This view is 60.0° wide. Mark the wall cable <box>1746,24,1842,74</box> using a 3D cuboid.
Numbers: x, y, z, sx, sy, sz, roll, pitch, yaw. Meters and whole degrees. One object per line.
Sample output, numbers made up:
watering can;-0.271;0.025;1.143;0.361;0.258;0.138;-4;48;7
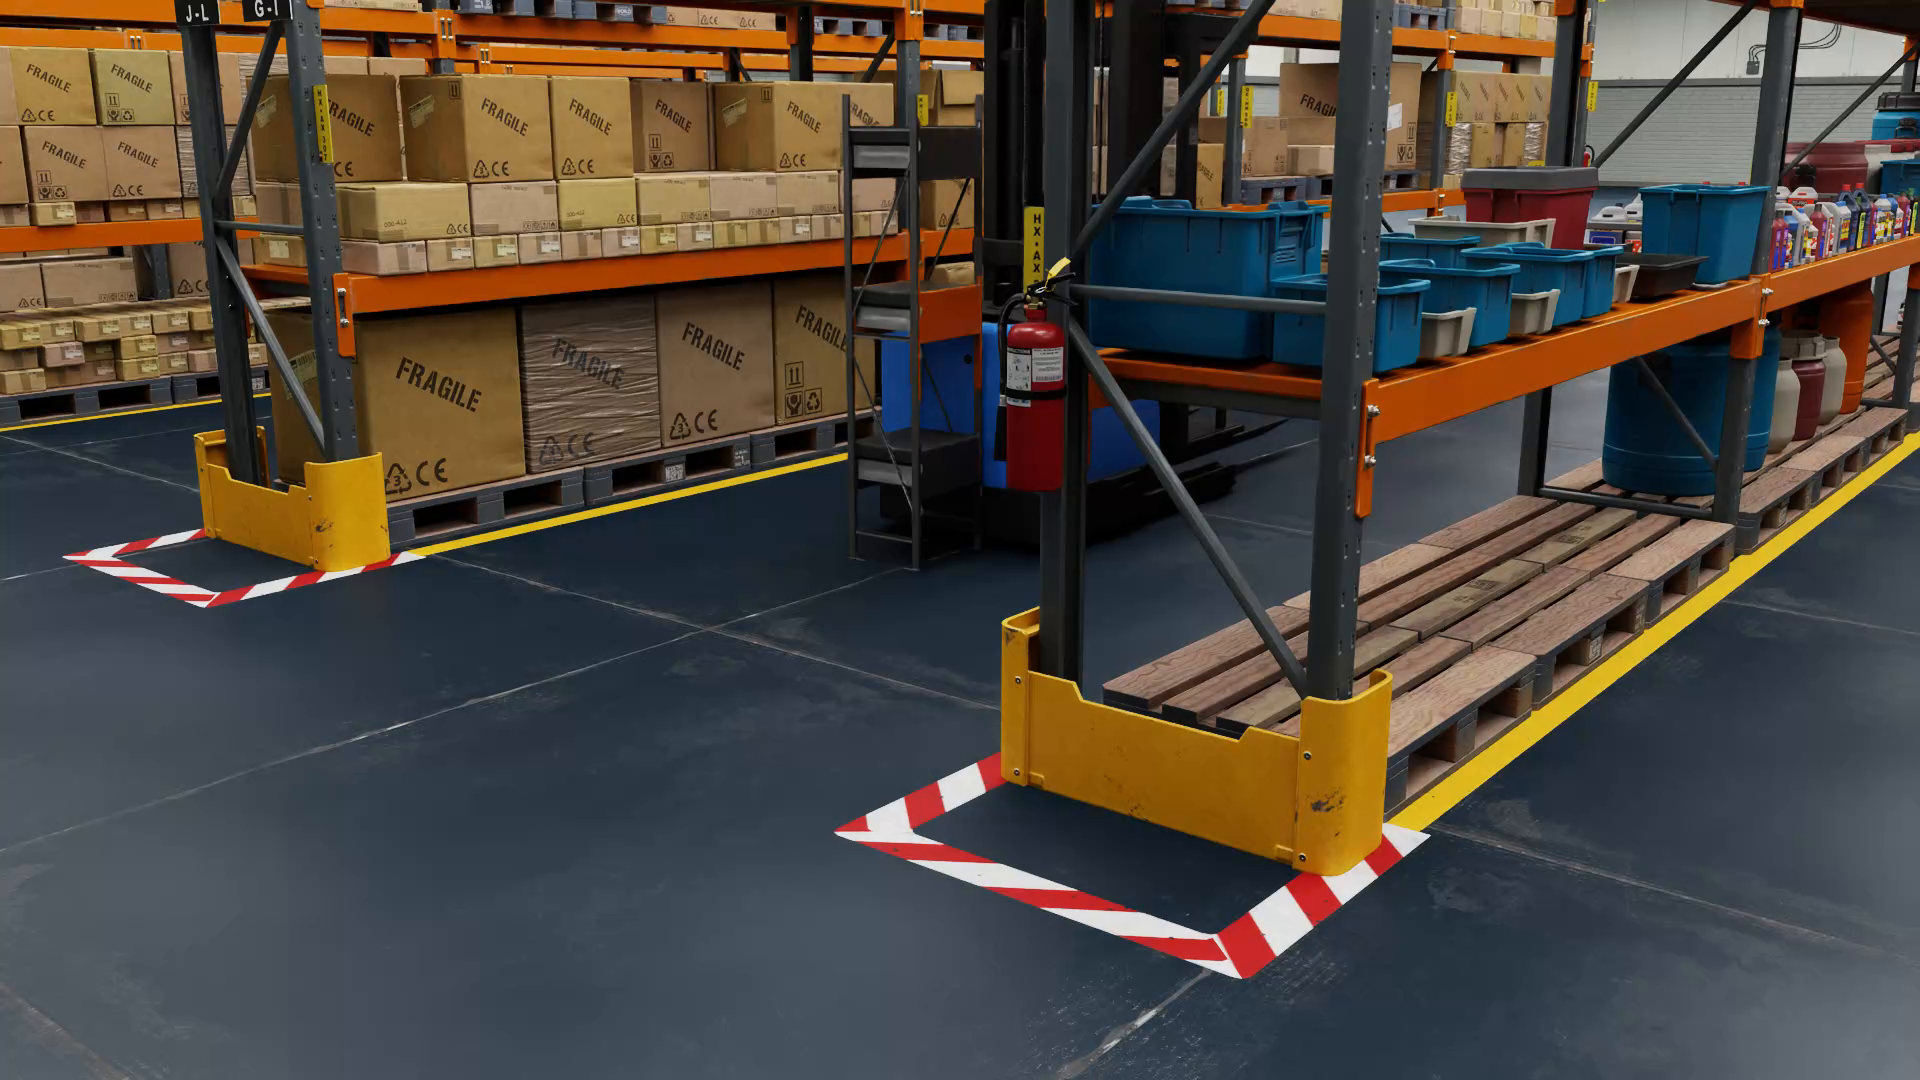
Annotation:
wall cable;23.273;-15.988;45.876;2.305;6.003;0.169;11;18;38

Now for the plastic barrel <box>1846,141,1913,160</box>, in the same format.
plastic barrel;6.706;-2.653;12.199;0.433;0.535;0.433;0;14;0

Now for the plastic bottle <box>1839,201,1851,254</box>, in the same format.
plastic bottle;4.654;-1.654;8.801;0.097;0.271;0.097;0;14;0

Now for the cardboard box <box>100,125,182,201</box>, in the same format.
cardboard box;-5.846;-2.649;11.653;0.500;0.500;0.500;12;18;38

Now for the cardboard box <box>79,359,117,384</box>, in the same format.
cardboard box;-6.148;-1.199;11.689;0.380;0.149;0.250;12;18;38

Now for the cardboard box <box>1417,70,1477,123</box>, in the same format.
cardboard box;4.840;-4.451;16.712;0.500;0.500;0.500;11;18;38

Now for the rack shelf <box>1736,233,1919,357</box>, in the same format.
rack shelf;4.440;-1.462;9.248;1.077;0.370;4.000;11;18;38

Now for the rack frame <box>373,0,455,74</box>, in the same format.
rack frame;-4.463;-2.981;13.766;1.000;3.000;0.127;11;18;38

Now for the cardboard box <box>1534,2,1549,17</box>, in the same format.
cardboard box;6.118;-5.717;17.939;0.380;0.149;0.250;10;17;35

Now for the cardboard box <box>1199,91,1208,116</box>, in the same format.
cardboard box;2.815;-5.810;22.405;0.875;0.550;0.550;11;18;38

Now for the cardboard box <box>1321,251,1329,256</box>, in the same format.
cardboard box;3.642;-2.526;16.156;0.700;0.500;0.500;11;18;37

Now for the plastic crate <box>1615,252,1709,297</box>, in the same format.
plastic crate;2.689;-1.068;6.671;0.437;0.125;0.590;11;18;38

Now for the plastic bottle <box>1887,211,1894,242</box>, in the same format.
plastic bottle;5.360;-1.835;9.657;0.097;0.201;0.097;0;14;0

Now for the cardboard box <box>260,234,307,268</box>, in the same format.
cardboard box;-3.215;-1.426;8.153;0.380;0.149;0.250;12;18;39

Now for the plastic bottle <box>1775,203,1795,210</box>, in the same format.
plastic bottle;4.234;-1.598;8.575;0.152;0.276;0.135;11;18;38

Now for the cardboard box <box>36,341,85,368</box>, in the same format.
cardboard box;-6.232;-1.286;11.424;0.380;0.149;0.250;11;18;37

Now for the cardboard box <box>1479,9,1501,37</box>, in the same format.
cardboard box;5.170;-5.256;16.934;0.500;0.250;0.500;11;18;37

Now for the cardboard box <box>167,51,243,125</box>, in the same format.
cardboard box;-5.515;-3.229;11.905;0.500;0.500;0.500;11;18;36

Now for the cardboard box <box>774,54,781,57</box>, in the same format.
cardboard box;-2.684;-6.720;22.901;0.380;0.149;0.250;11;18;38

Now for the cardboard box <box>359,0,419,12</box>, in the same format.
cardboard box;-4.562;-4.227;12.881;0.500;0.250;0.500;12;18;39

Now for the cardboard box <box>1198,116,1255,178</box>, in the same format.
cardboard box;2.153;-3.322;14.052;0.500;0.500;0.500;9;17;31

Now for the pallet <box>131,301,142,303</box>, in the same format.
pallet;-8.916;-2.243;16.523;1.003;0.211;1.213;11;18;38

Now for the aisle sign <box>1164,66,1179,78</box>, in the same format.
aisle sign;2.890;-6.599;22.729;0.394;0.787;0.004;11;18;38

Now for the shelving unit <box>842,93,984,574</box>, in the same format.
shelving unit;-0.205;-0.945;7.577;0.431;2.100;0.503;10;17;34

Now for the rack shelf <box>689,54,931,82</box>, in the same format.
rack shelf;-2.092;-6.748;23.964;1.077;0.370;4.000;11;18;38

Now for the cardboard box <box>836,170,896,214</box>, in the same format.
cardboard box;-0.742;-2.141;10.158;0.500;0.250;0.500;11;18;37

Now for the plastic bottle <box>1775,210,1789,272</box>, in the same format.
plastic bottle;3.830;-1.401;7.783;0.061;0.283;0.133;11;18;38

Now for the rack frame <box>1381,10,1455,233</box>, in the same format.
rack frame;4.359;-3.726;16.700;1.000;3.000;0.127;11;18;38

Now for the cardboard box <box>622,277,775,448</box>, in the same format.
cardboard box;-1.712;-1.082;9.752;0.875;0.875;0.875;11;18;38

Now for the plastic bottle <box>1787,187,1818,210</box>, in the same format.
plastic bottle;5.292;-2.077;10.461;0.152;0.276;0.135;11;18;38

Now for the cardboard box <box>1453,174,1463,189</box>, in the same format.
cardboard box;4.895;-3.645;16.890;0.380;0.149;0.250;11;18;38

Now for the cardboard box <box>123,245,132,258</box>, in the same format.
cardboard box;-10.786;-3.842;21.378;0.500;0.500;0.500;10;18;36

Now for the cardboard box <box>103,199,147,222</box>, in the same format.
cardboard box;-5.935;-2.322;11.682;0.380;0.149;0.250;11;18;37

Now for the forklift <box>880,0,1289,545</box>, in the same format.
forklift;0.863;-1.696;8.848;1.130;2.935;3.031;10;17;34

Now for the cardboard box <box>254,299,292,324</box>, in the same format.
cardboard box;-5.247;-1.722;12.538;0.380;0.149;0.250;10;18;36

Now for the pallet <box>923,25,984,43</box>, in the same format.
pallet;0.027;-5.691;18.730;0.805;0.209;1.217;10;18;35

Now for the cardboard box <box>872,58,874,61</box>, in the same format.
cardboard box;-1.377;-7.110;24.437;0.380;0.149;0.250;11;18;38

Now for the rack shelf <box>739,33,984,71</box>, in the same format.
rack shelf;-0.692;-5.236;18.009;1.077;0.370;4.000;11;18;38

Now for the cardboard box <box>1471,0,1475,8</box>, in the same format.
cardboard box;4.917;-5.377;16.599;0.380;0.149;0.250;10;17;35

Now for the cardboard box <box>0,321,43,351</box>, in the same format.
cardboard box;-6.384;-1.373;11.165;0.380;0.149;0.250;10;17;35

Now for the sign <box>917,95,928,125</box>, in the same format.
sign;-0.236;-2.567;10.216;0.100;0.325;0.005;11;18;38

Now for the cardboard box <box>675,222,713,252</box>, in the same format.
cardboard box;-1.574;-1.669;9.110;0.380;0.149;0.250;12;18;38

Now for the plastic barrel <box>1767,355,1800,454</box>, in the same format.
plastic barrel;4.408;-0.757;9.211;0.421;0.512;0.421;0;14;0

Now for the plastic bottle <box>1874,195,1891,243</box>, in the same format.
plastic bottle;5.298;-1.850;9.575;0.097;0.271;0.097;0;14;0

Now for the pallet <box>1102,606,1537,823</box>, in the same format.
pallet;1.218;0.538;5.578;1.003;0.211;1.213;11;18;38

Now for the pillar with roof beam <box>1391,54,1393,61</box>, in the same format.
pillar with roof beam;16.367;-14.786;48.052;9.100;9.000;0.400;11;18;38

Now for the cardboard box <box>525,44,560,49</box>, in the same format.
cardboard box;-5.260;-6.176;20.048;0.700;0.500;0.500;11;18;38

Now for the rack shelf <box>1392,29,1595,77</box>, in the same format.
rack shelf;5.616;-5.215;17.927;1.077;0.370;4.000;11;18;38

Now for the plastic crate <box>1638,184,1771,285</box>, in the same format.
plastic crate;3.155;-1.307;7.087;0.392;0.384;0.575;11;18;38

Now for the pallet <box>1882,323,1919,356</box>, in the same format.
pallet;8.666;-1.731;14.507;1.003;0.211;1.213;11;18;38

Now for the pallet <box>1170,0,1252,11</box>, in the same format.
pallet;1.482;-4.191;12.821;1.213;0.211;1.003;12;19;40

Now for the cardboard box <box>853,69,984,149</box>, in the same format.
cardboard box;-0.274;-2.853;11.020;0.797;0.503;0.637;11;18;36

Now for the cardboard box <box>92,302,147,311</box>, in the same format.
cardboard box;-6.238;-1.674;12.351;0.380;0.149;0.250;12;19;40

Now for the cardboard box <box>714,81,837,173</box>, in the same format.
cardboard box;-1.068;-2.405;9.674;0.500;0.500;0.500;11;18;38

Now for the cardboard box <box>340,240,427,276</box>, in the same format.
cardboard box;-2.703;-1.324;7.751;0.380;0.149;0.250;12;18;38

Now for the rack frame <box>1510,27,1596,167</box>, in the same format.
rack frame;6.873;-4.493;19.715;1.000;3.000;0.127;11;18;38

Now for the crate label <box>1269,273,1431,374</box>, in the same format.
crate label;1.081;-0.606;4.635;0.416;0.233;0.303;11;18;38
